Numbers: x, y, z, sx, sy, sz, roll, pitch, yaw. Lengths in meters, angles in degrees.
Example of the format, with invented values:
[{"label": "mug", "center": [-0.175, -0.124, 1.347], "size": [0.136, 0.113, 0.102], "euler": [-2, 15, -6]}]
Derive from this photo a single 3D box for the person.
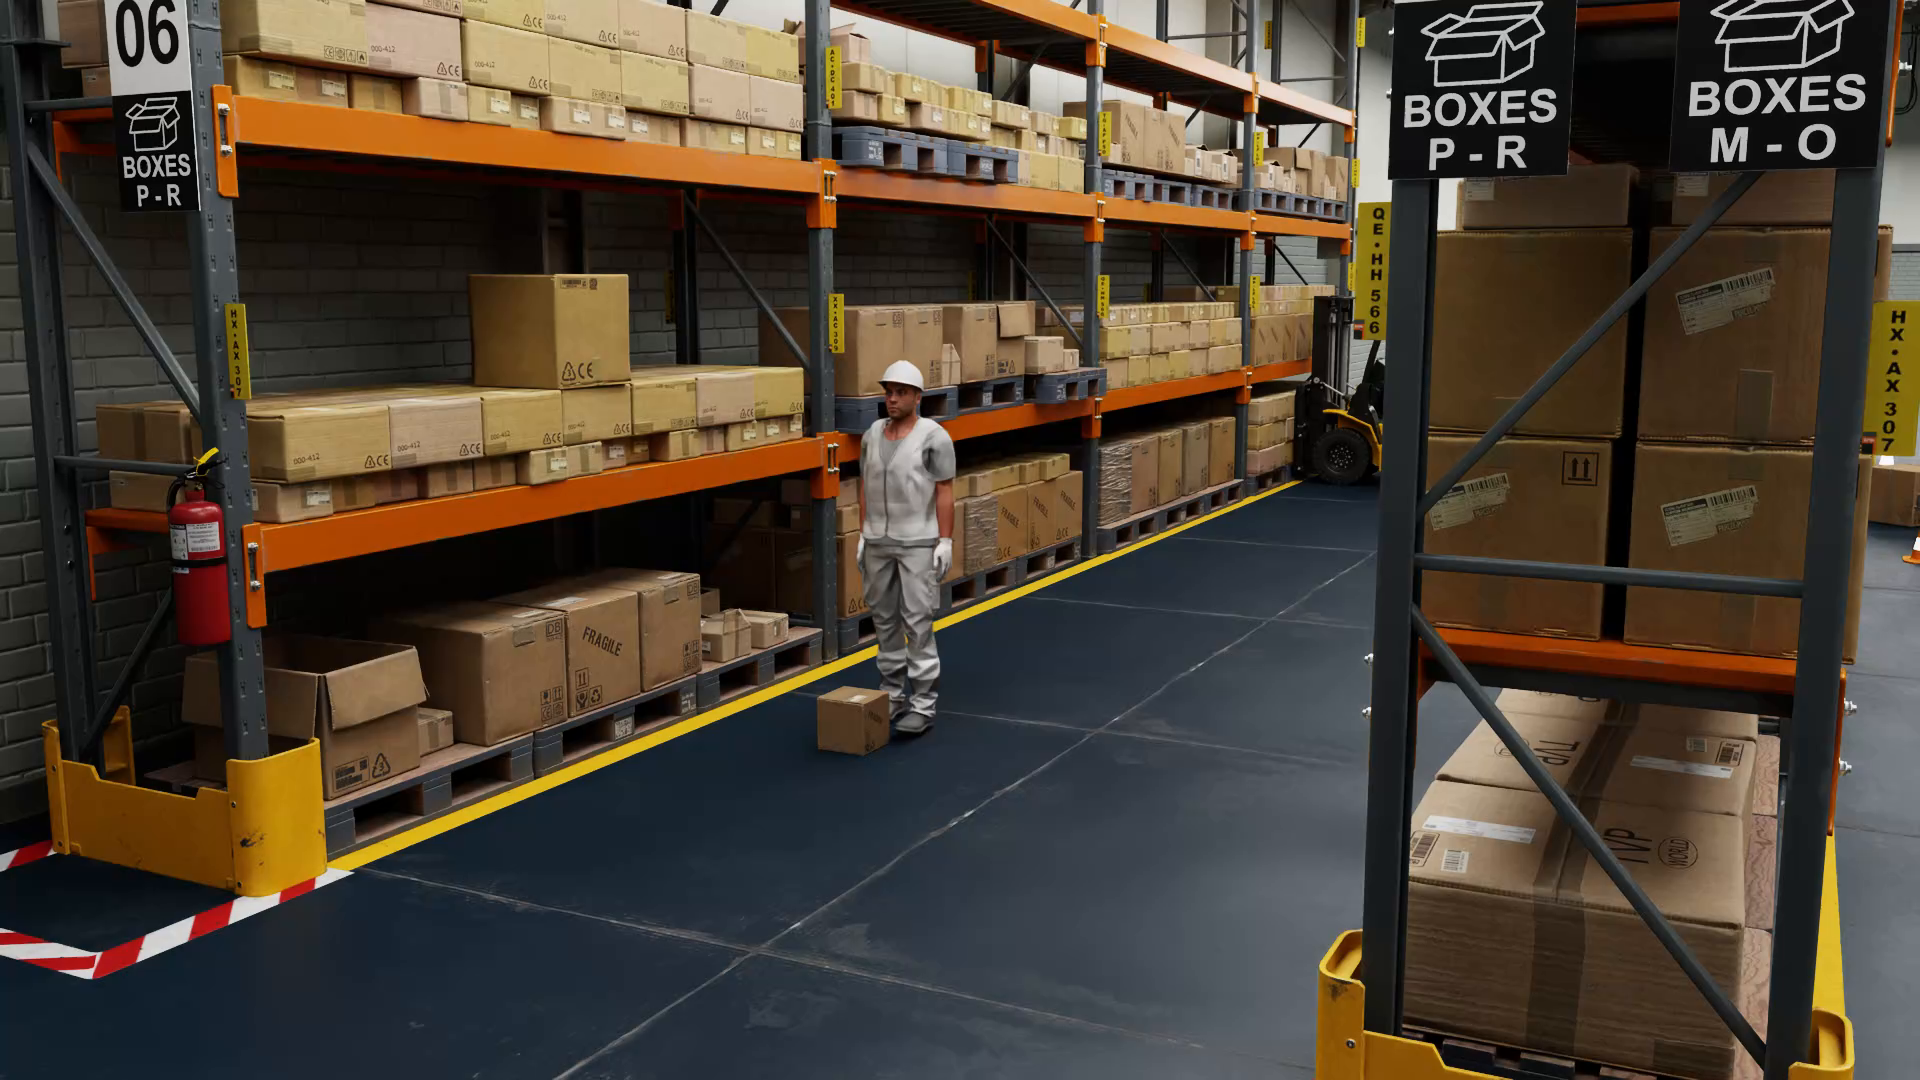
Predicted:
[{"label": "person", "center": [-0.300, 0.033, 8.075], "size": [0.532, 1.795, 0.468], "euler": [5, 10, 27]}]
